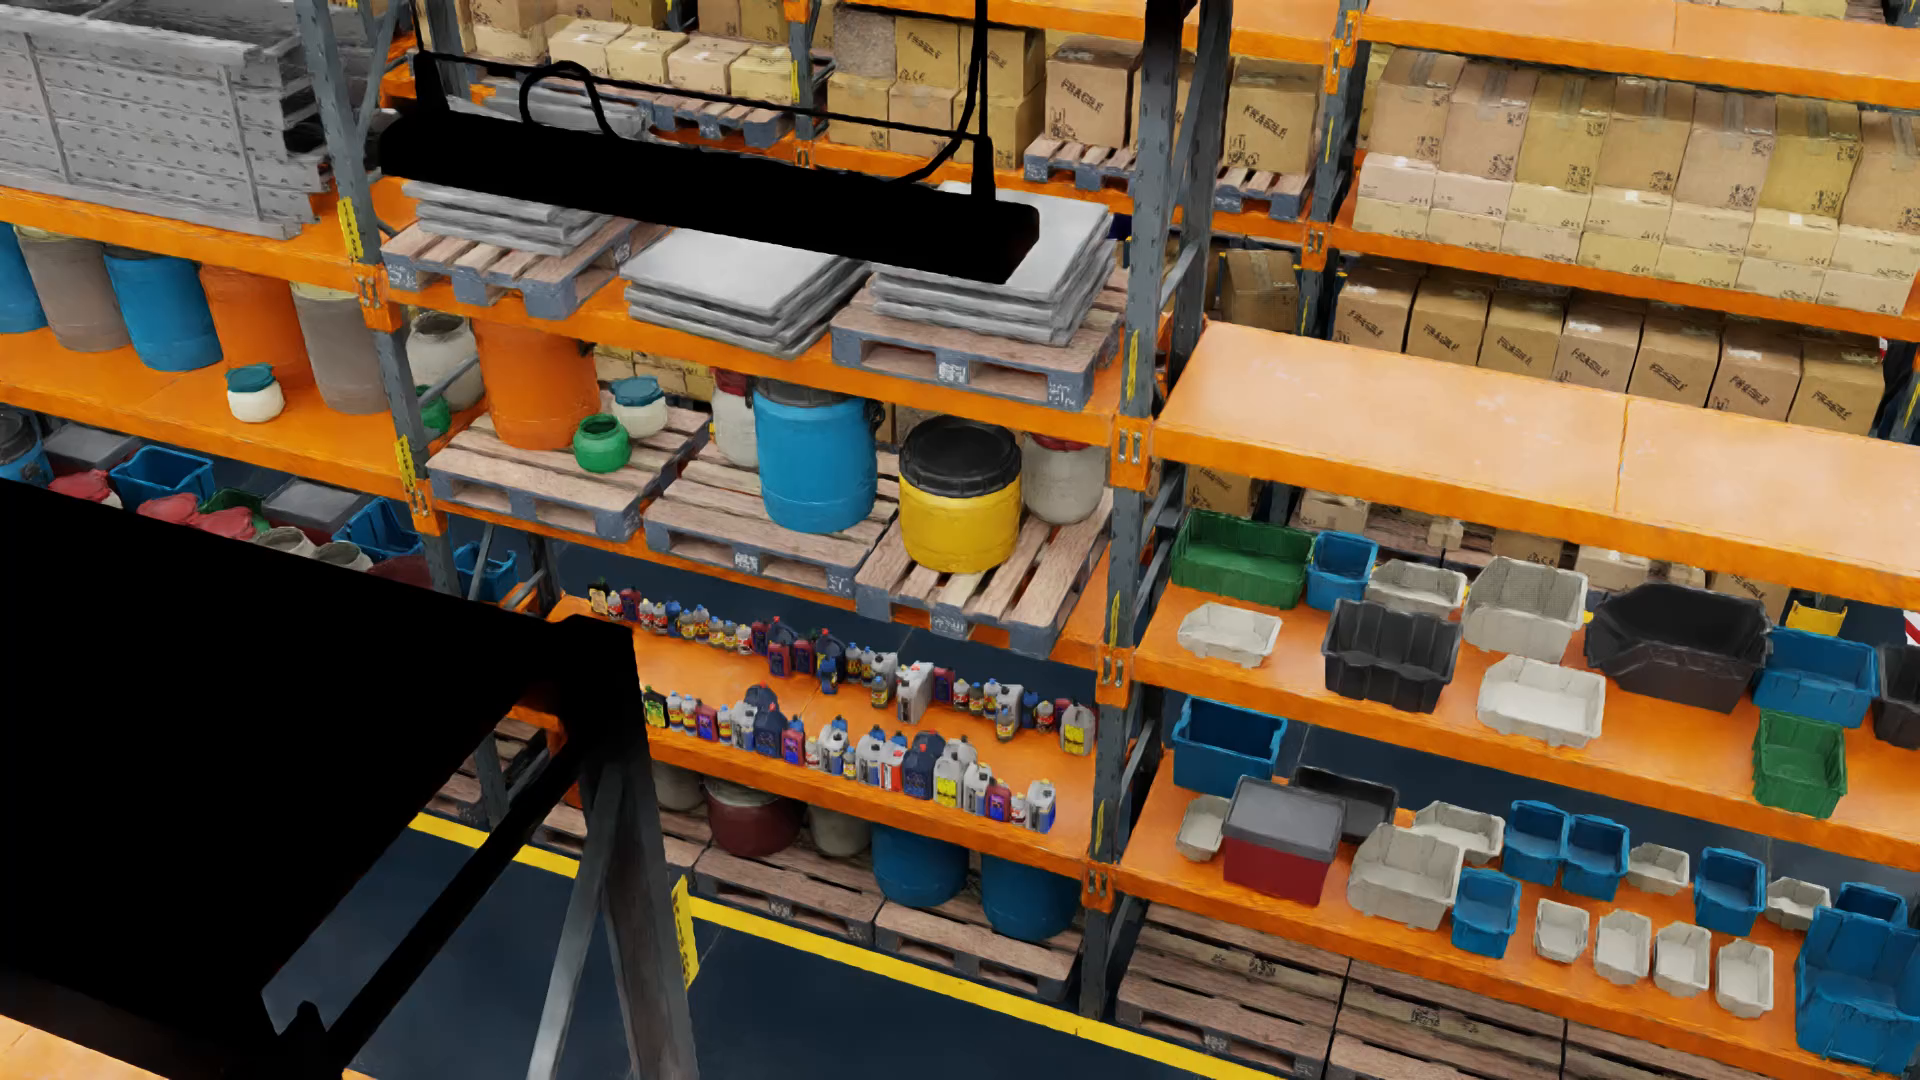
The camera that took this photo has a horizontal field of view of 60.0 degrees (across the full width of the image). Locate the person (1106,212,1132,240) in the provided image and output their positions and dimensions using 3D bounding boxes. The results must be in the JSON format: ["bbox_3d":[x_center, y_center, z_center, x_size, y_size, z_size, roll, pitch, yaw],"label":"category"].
[{"bbox_3d":[1.647,-3.288,16.489,0.991,1.580,0.477,7,37,10],"label":"person"}]
